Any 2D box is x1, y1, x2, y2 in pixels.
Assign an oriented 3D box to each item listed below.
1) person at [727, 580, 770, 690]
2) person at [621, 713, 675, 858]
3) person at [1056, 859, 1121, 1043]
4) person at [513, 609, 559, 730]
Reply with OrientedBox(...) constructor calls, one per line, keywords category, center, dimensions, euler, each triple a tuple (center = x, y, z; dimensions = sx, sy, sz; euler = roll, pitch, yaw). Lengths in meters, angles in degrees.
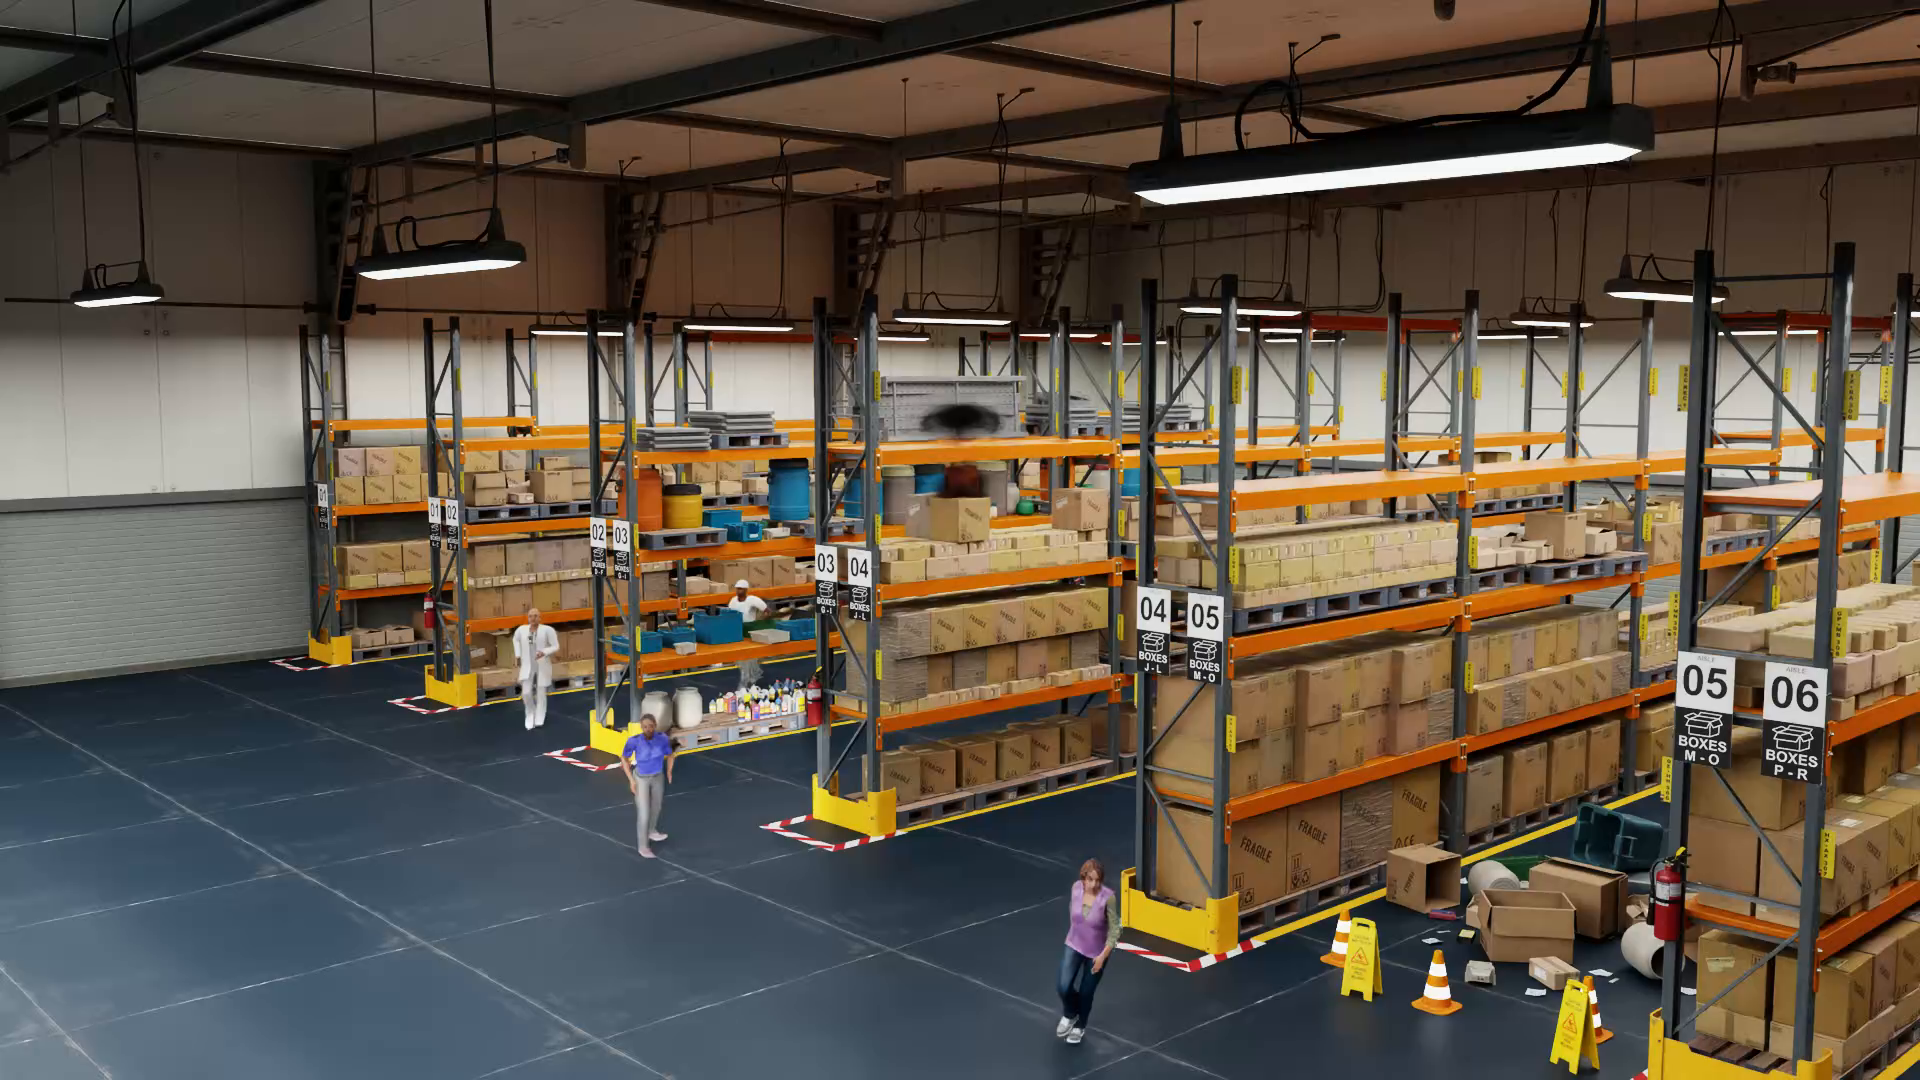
OrientedBox(category="person", center=(-3.534, 1.546, 27.210), dimensions=(0.656, 1.811, 0.832), euler=(5, 8, 41))
OrientedBox(category="person", center=(-3.328, 2.593, 17.869), dimensions=(0.630, 1.581, 0.855), euler=(-4, 7, -36))
OrientedBox(category="person", center=(0.973, 3.132, 12.596), dimensions=(0.518, 1.523, 0.695), euler=(2, 6, 15))
OrientedBox(category="person", center=(-6.138, 1.863, 24.033), dimensions=(0.695, 1.759, 0.742), euler=(0, 6, -4))
